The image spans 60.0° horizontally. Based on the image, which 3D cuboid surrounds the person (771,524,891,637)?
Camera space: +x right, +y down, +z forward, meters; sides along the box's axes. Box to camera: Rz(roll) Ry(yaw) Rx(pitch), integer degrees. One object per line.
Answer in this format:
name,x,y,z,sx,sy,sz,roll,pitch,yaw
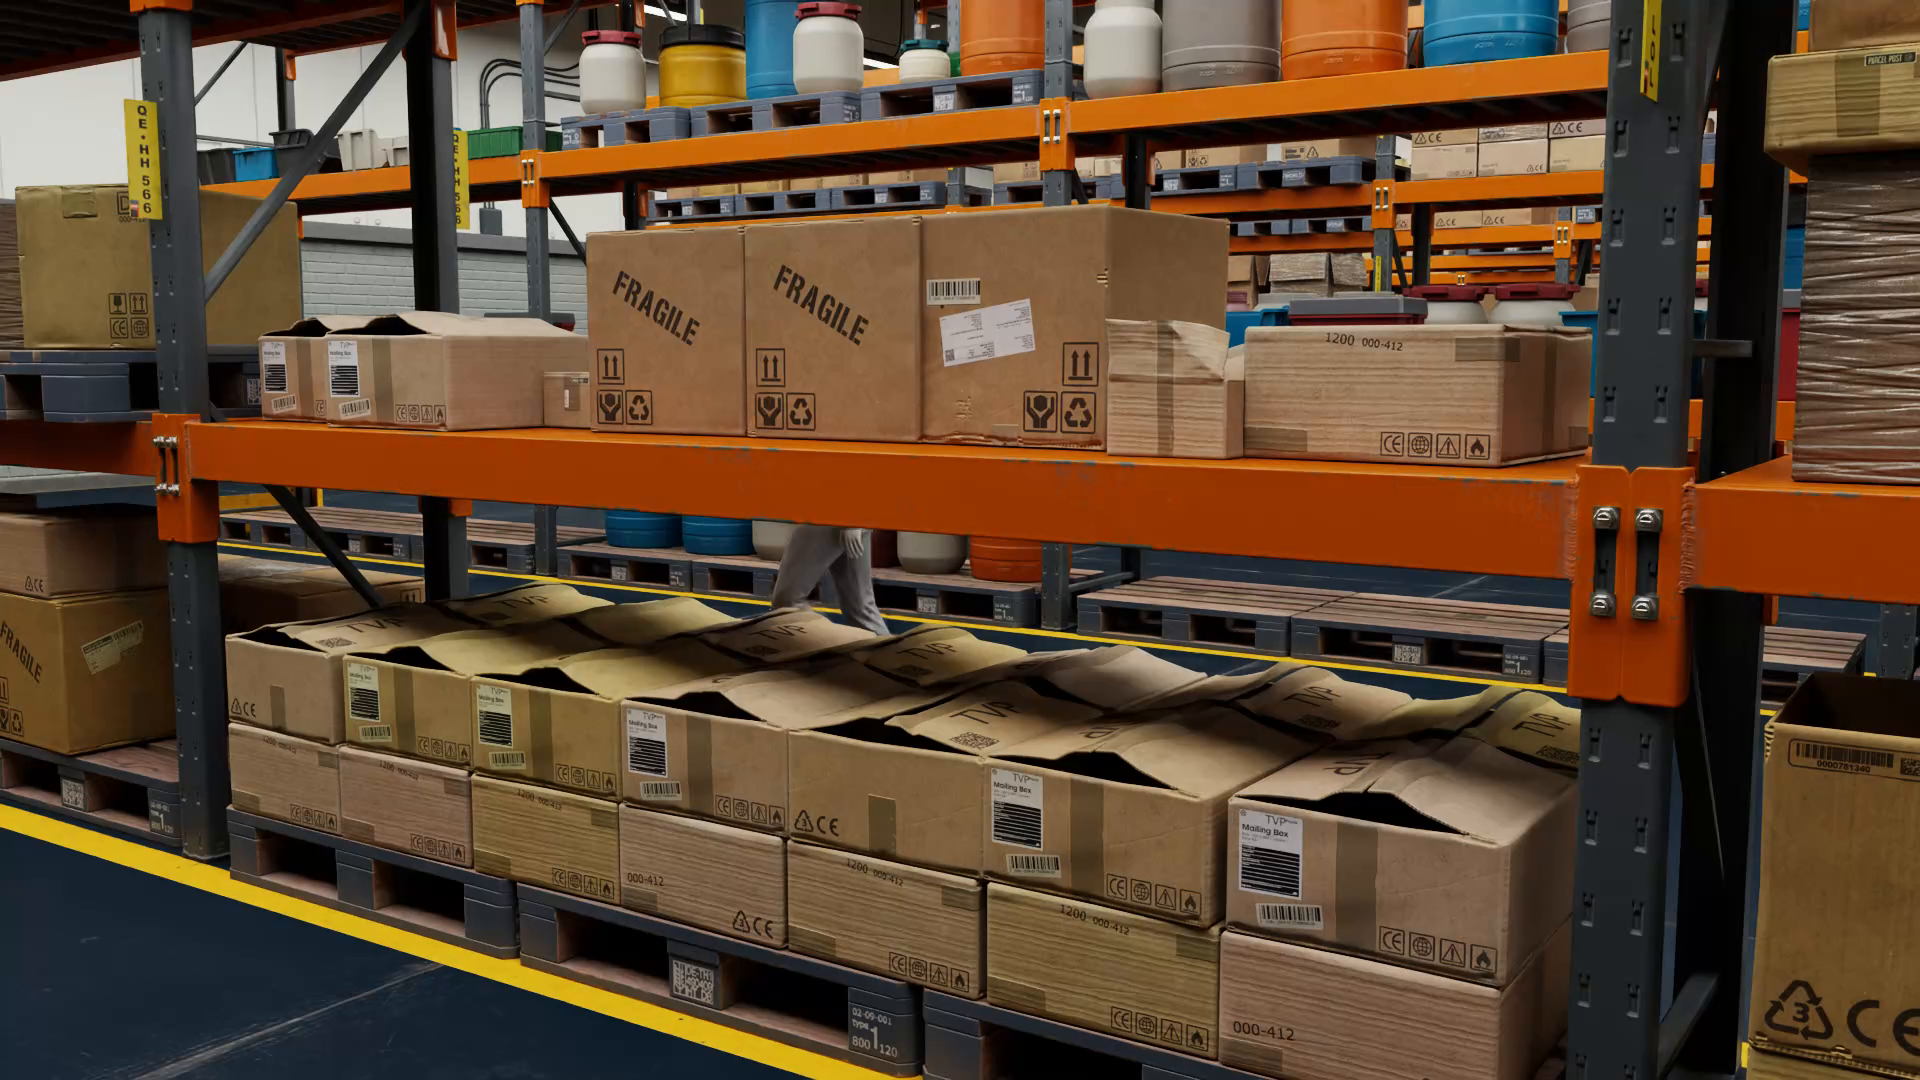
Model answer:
person,-0.484,-0.083,6.615,0.501,1.682,0.512,0,6,4
